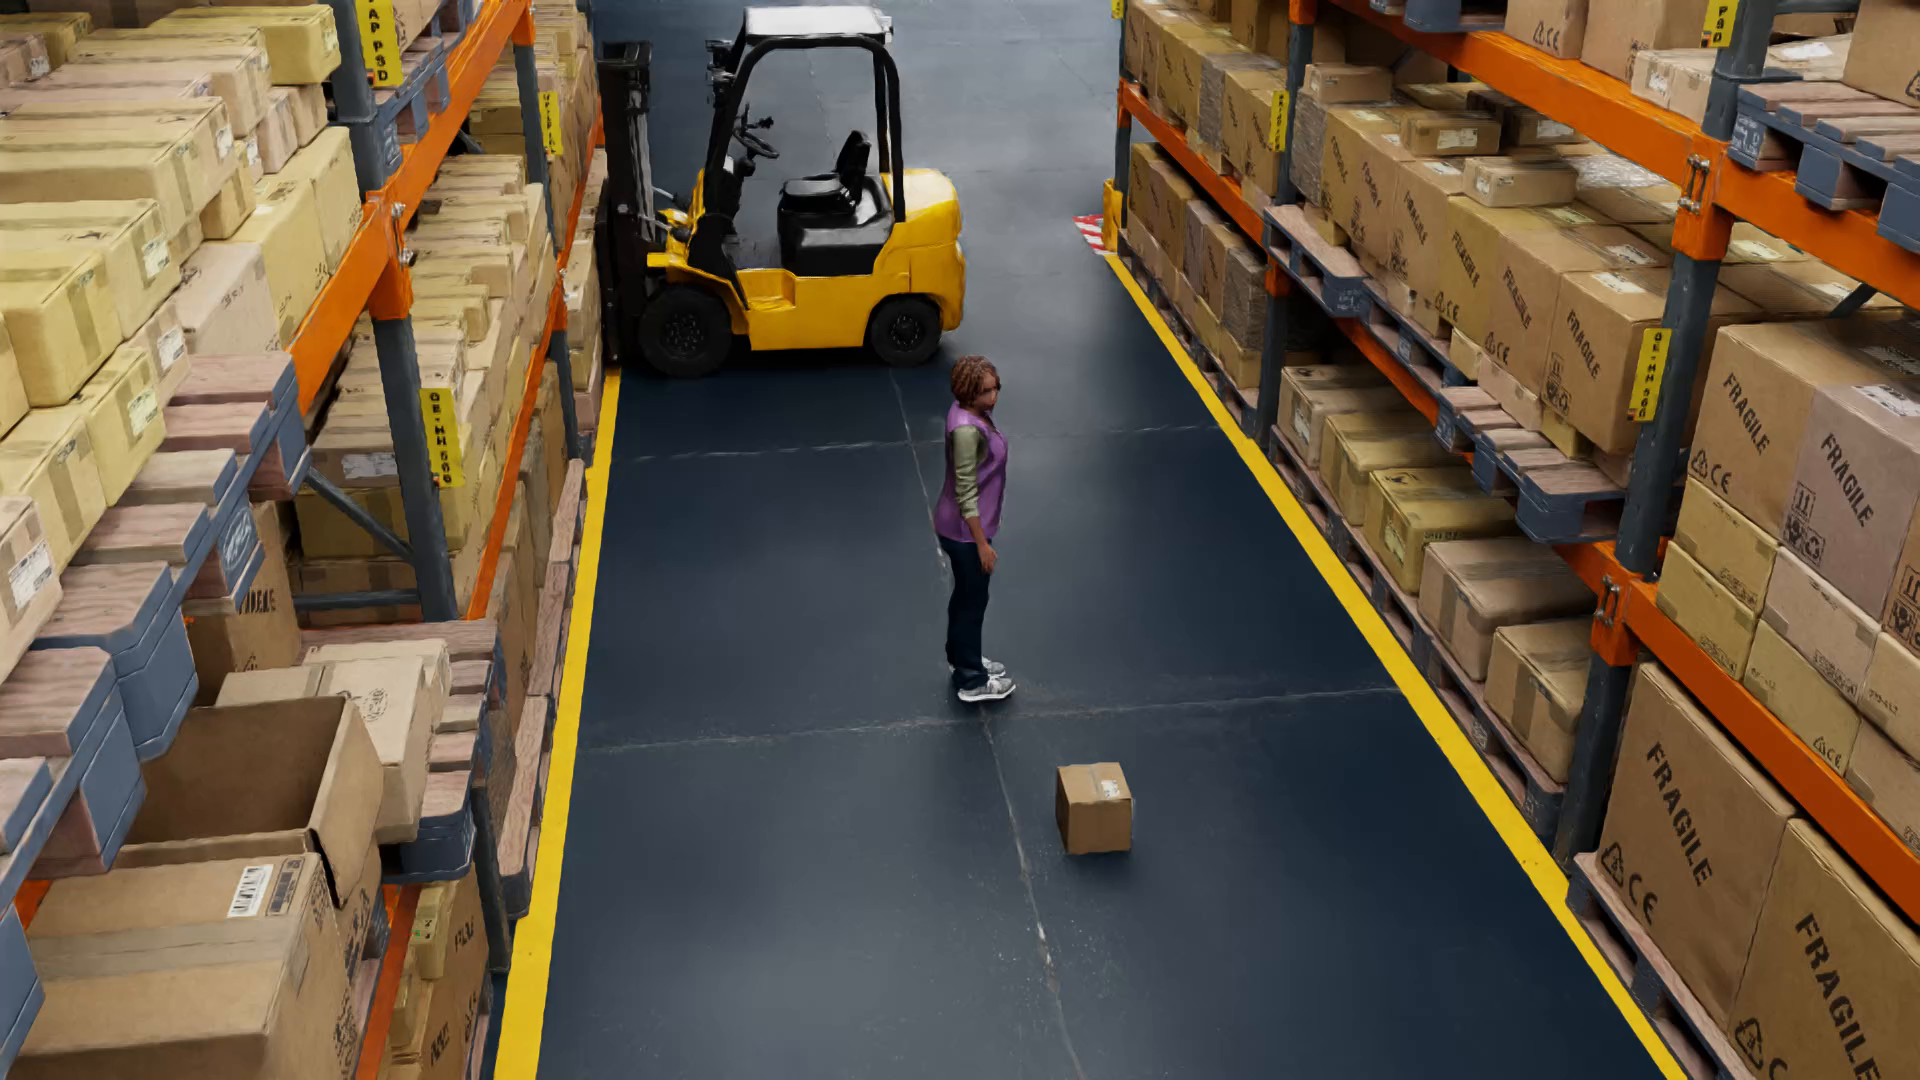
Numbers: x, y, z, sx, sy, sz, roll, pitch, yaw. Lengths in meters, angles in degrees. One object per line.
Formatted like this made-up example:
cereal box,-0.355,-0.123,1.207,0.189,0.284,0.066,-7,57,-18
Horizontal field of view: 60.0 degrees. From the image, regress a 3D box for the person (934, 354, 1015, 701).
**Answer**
person,0.068,-0.034,7.177,0.363,1.632,0.460,1,28,3
